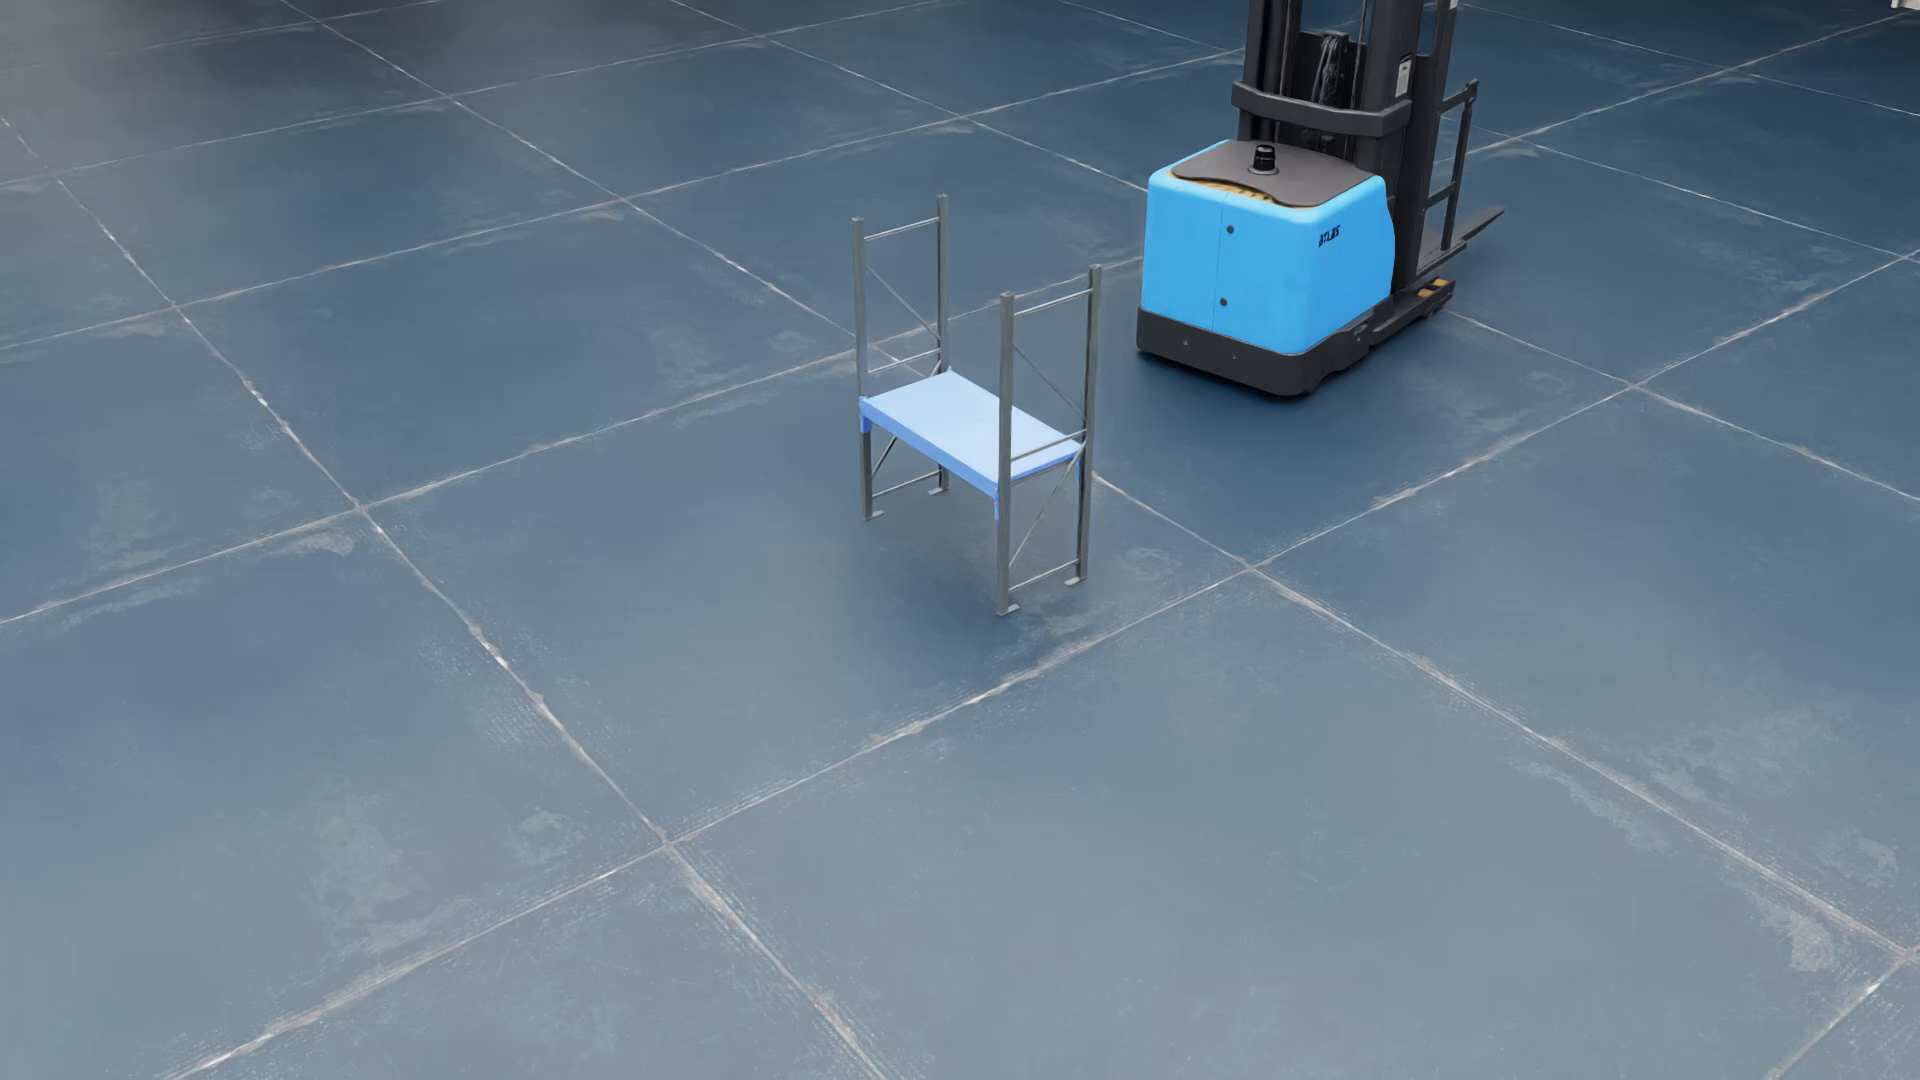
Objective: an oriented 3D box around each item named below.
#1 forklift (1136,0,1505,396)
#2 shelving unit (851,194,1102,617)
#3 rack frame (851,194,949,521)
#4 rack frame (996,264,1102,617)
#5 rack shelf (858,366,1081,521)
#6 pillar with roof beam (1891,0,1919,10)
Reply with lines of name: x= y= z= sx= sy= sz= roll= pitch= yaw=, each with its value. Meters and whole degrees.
forklift: x=2.321 y=-2.718 z=9.348 sx=1.130 sy=2.935 sz=3.031 roll=24 pitch=39 yaw=33
shelving unit: x=0.052 y=-0.602 z=7.297 sx=0.538 sy=1.500 sz=1.048 roll=-22 pitch=38 yaw=-31
rack frame: x=-0.259 y=-0.813 z=7.638 sx=0.500 sy=1.500 sz=0.032 roll=-22 pitch=38 yaw=-31
rack frame: x=0.364 y=-0.390 z=6.956 sx=0.500 sy=1.500 sz=0.032 roll=-22 pitch=38 yaw=-31
rack shelf: x=0.052 y=-0.449 z=7.392 sx=0.538 sy=0.185 sz=1.000 roll=-22 pitch=38 yaw=-31
pillar with roof beam: x=5.810 y=-7.539 z=11.359 sx=9.100 sy=9.000 sz=0.400 roll=-22 pitch=38 yaw=-31
